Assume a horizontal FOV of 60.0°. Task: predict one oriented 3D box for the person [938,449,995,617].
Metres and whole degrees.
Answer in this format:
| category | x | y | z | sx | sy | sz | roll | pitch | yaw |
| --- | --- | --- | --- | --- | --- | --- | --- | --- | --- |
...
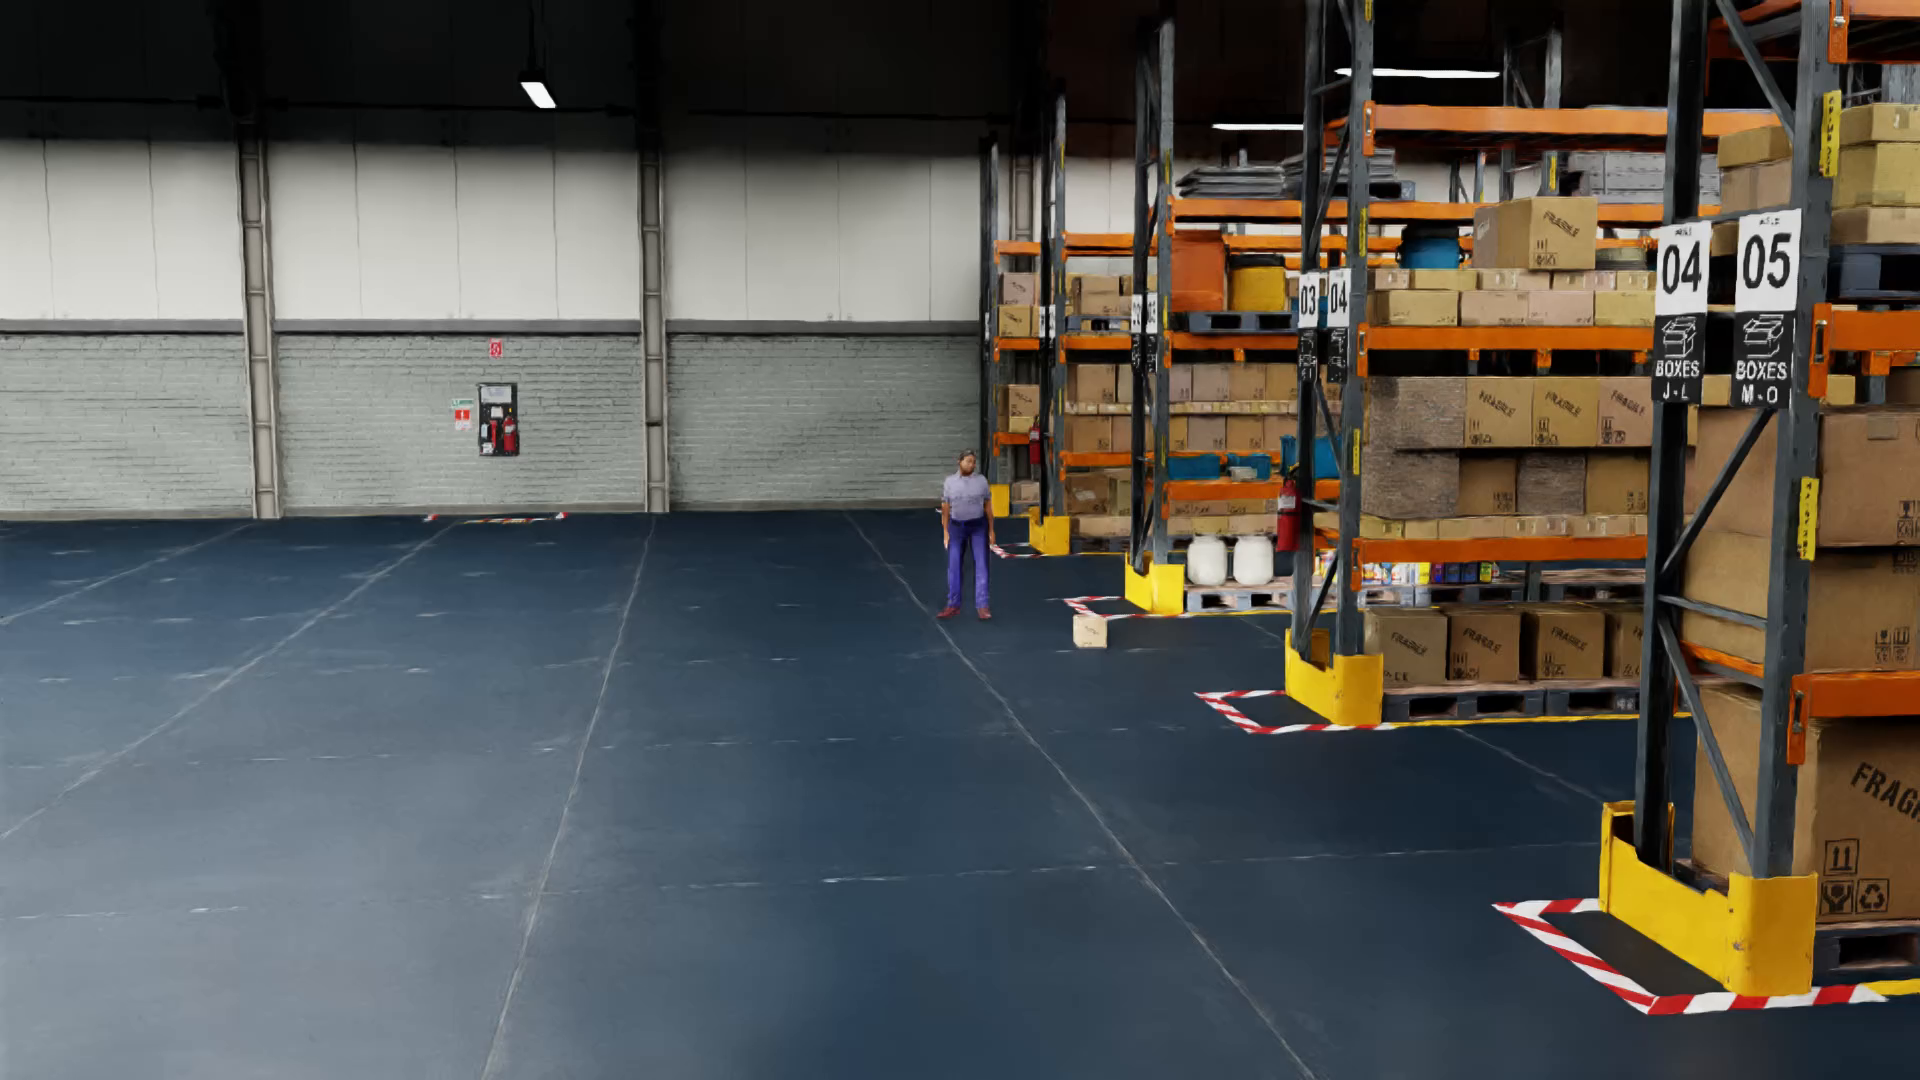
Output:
| category | x | y | z | sx | sy | sz | roll | pitch | yaw |
| --- | --- | --- | --- | --- | --- | --- | --- | --- | --- |
| person | 0.061 | -0.062 | 16.294 | 0.566 | 1.641 | 0.404 | 0 | 7 | 4 |
